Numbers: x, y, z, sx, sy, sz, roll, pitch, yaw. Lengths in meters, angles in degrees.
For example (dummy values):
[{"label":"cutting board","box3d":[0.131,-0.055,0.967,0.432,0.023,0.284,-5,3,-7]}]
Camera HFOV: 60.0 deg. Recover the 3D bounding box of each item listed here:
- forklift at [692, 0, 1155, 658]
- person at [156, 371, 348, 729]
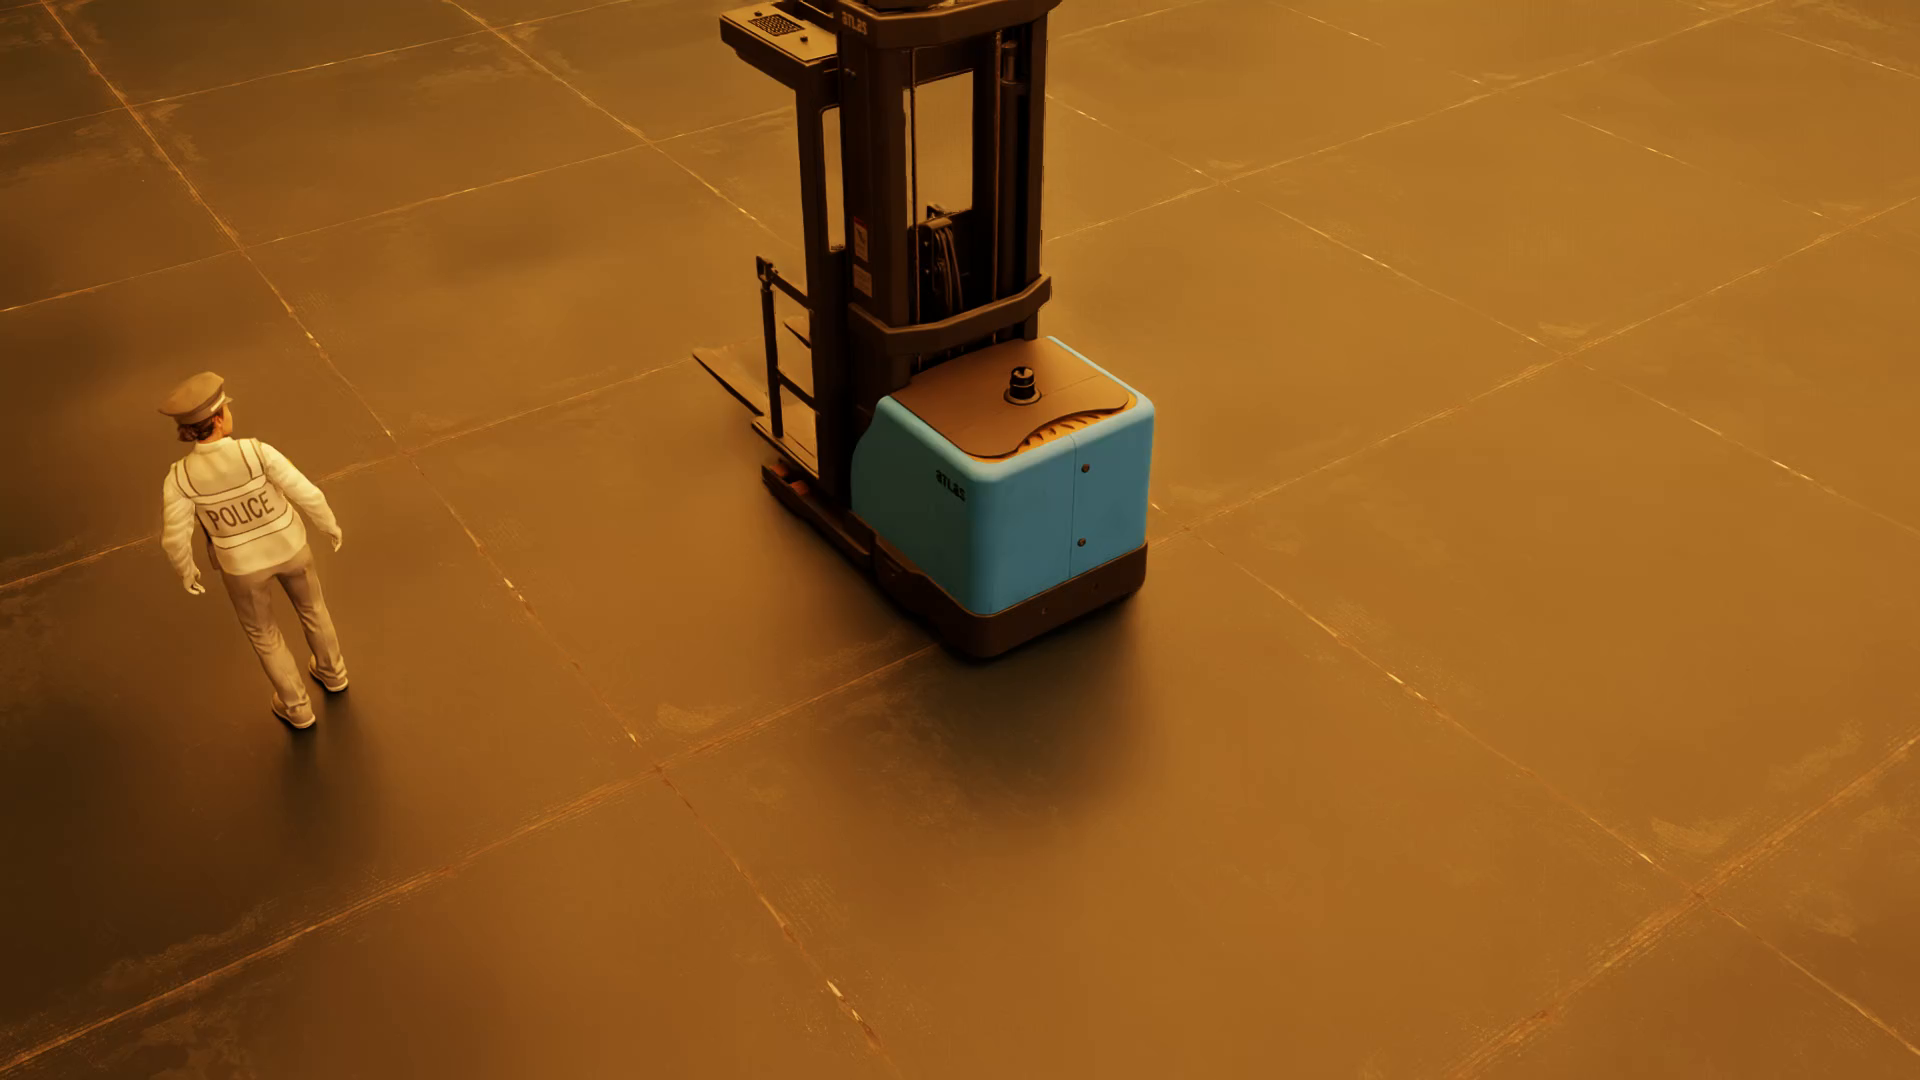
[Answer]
[{"label":"forklift","box3d":[-0.378,-1.472,7.935,1.130,2.935,3.031,-23,42,-28]},{"label":"person","box3d":[-2.944,0.043,6.959,0.677,1.660,0.451,-21,41,-26]}]
